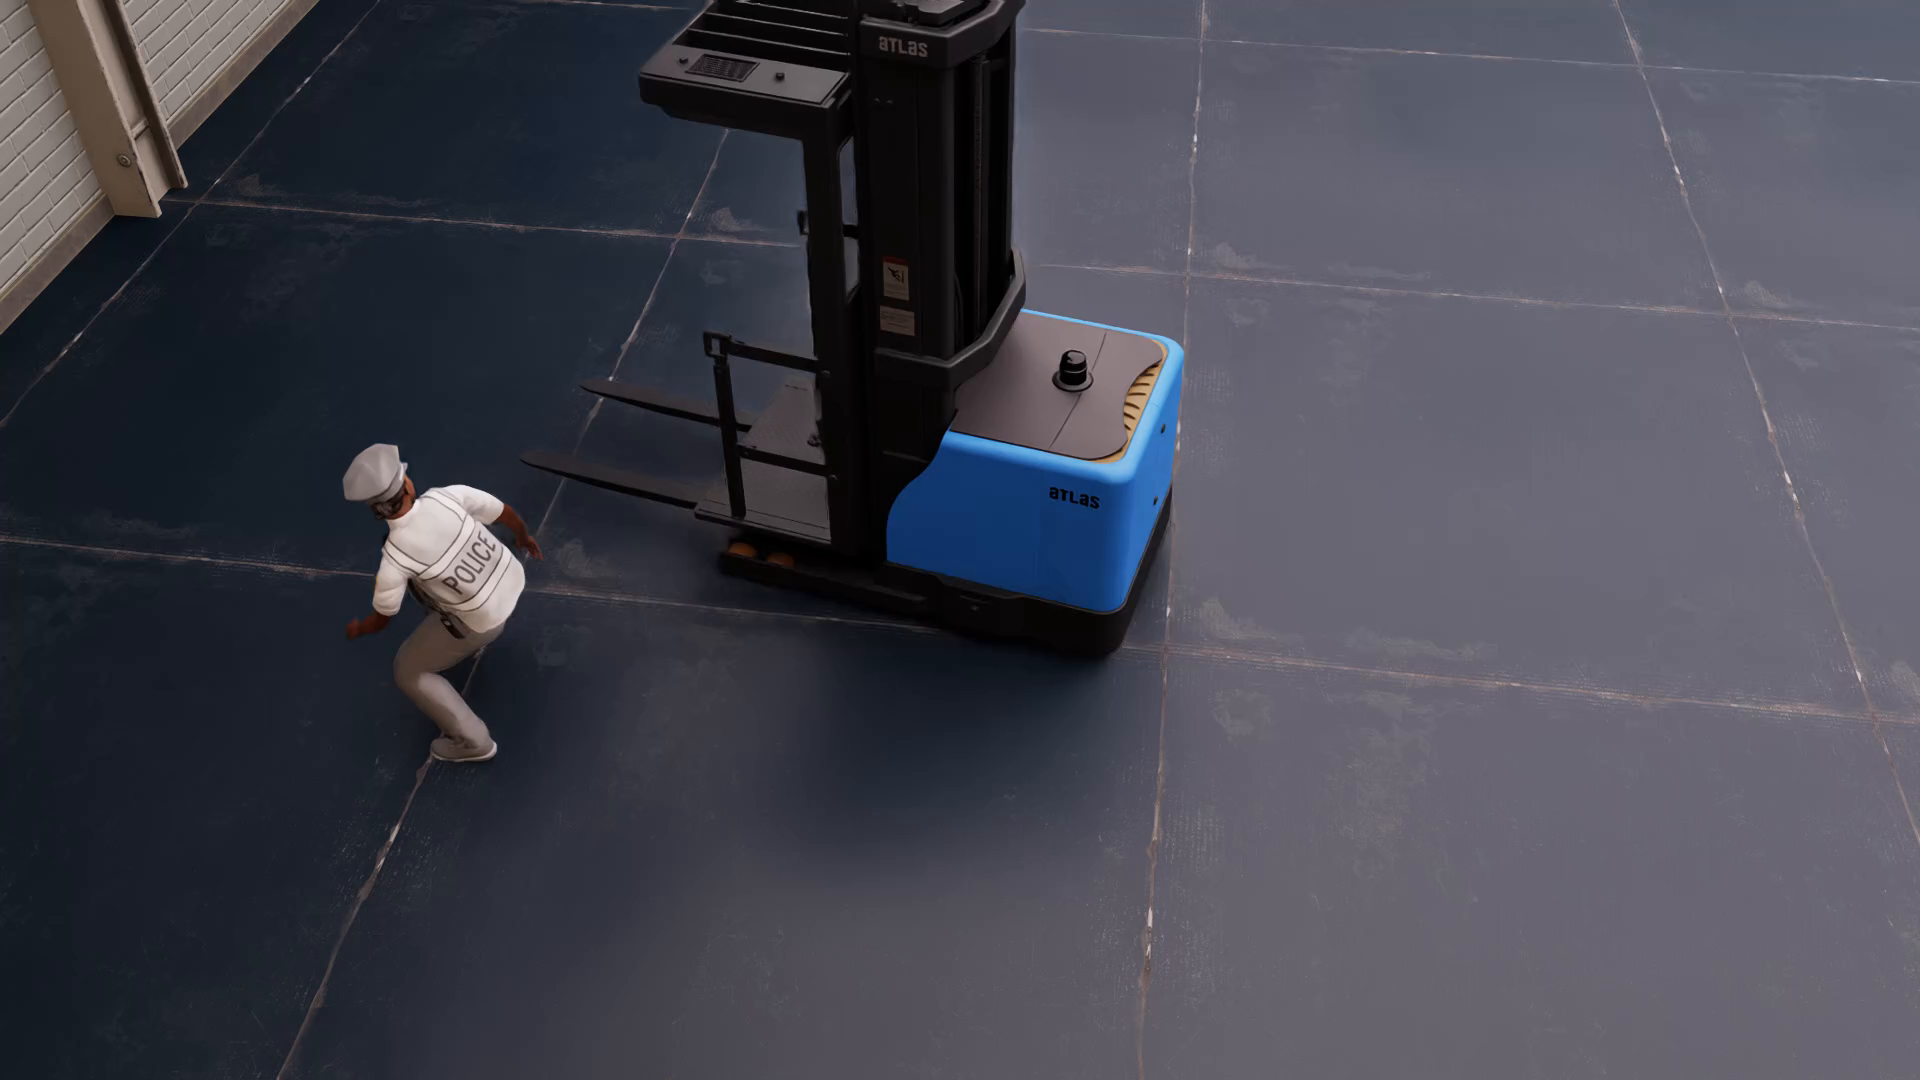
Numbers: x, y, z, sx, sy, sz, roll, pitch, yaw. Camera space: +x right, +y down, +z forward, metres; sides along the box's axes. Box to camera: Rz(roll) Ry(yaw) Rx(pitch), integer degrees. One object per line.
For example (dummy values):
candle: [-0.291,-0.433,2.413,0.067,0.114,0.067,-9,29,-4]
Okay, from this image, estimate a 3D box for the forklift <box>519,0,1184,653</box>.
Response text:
forklift: [-0.582,-1.184,7.014,3.031,2.935,1.130,13,44,14]

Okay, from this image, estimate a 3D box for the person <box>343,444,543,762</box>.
person: [-2.083,0.174,6.657,0.666,1.460,0.705,12,44,13]
